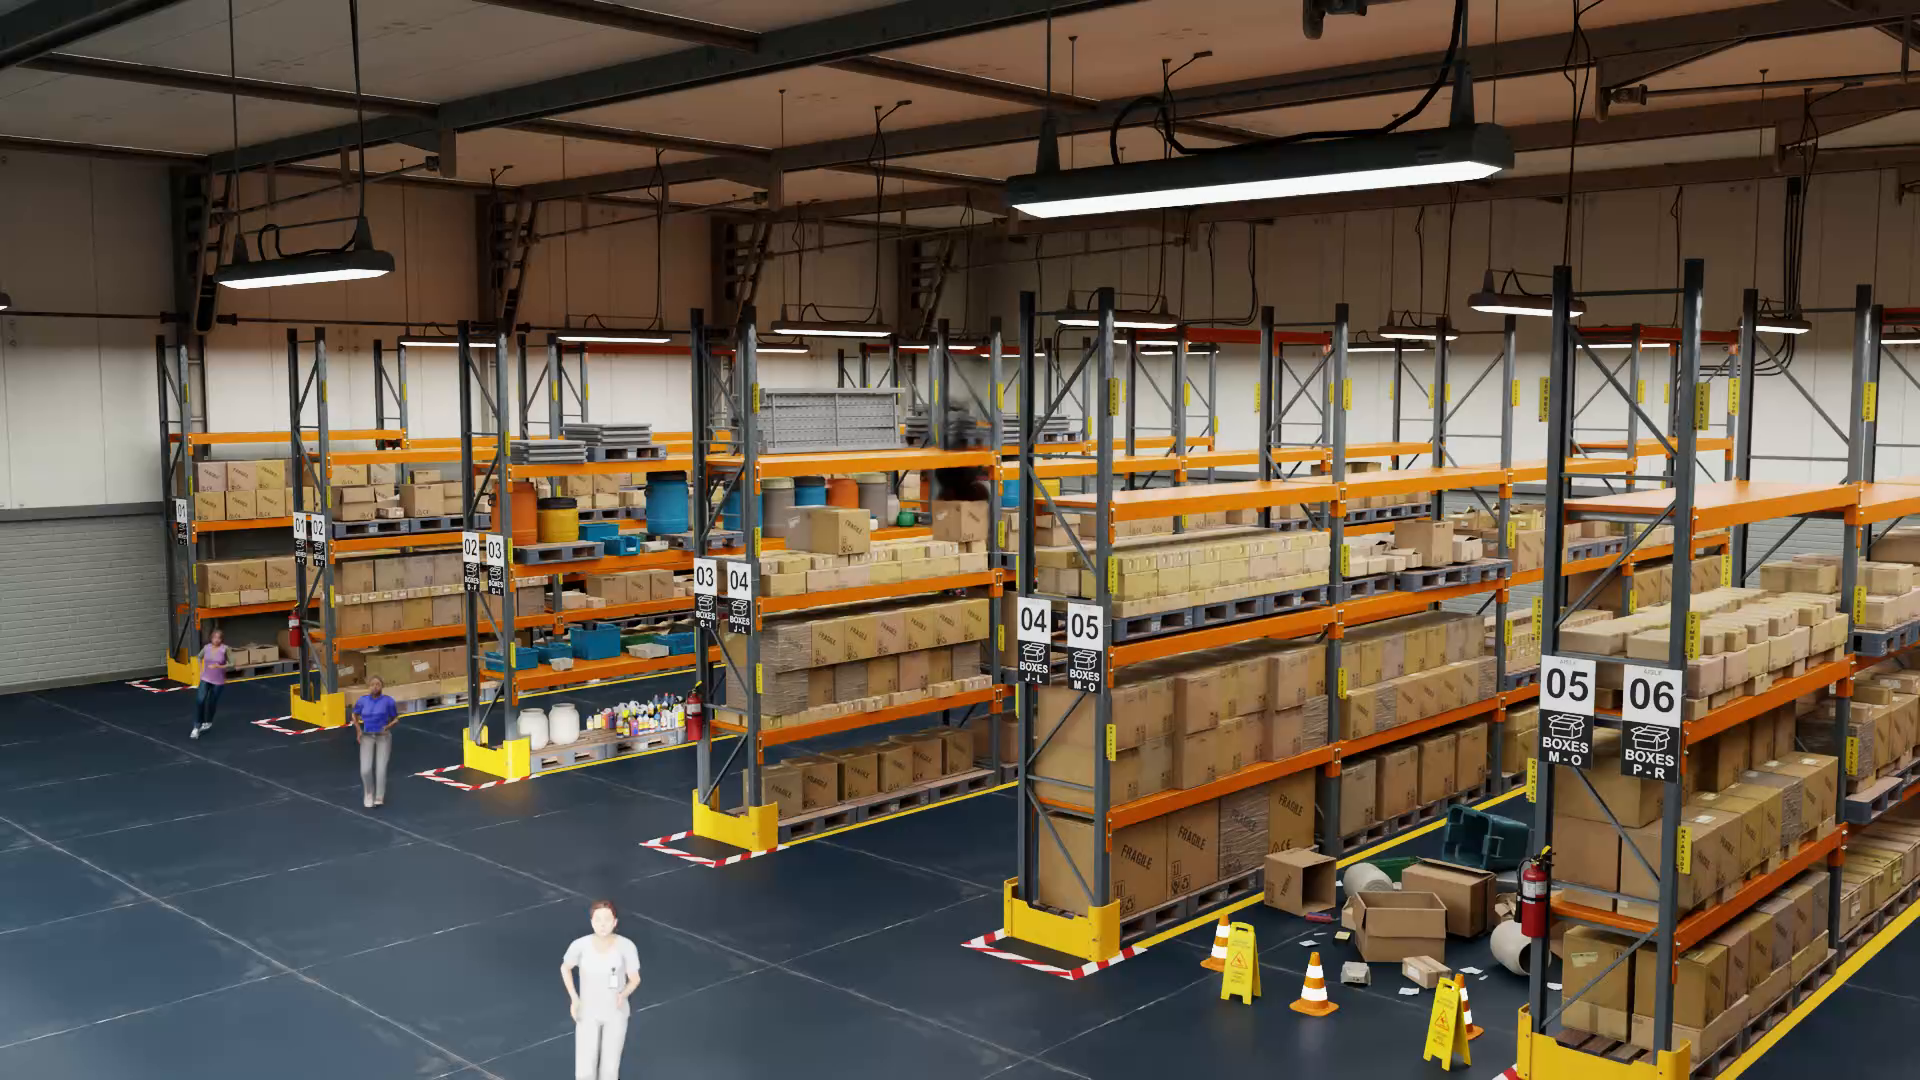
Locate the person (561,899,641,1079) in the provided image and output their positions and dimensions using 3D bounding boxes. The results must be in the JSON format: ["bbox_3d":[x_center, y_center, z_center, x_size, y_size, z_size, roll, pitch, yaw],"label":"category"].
[{"bbox_3d":[-2.450,3.270,11.362,0.539,1.631,0.615,-1,5,-11],"label":"person"}]

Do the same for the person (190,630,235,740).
[{"bbox_3d":[-10.996,2.100,24.501,0.632,1.586,0.641,-2,6,-16],"label":"person"}]

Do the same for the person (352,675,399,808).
[{"bbox_3d":[-7.095,2.458,20.178,0.546,1.633,0.633,-2,6,-16],"label":"person"}]
